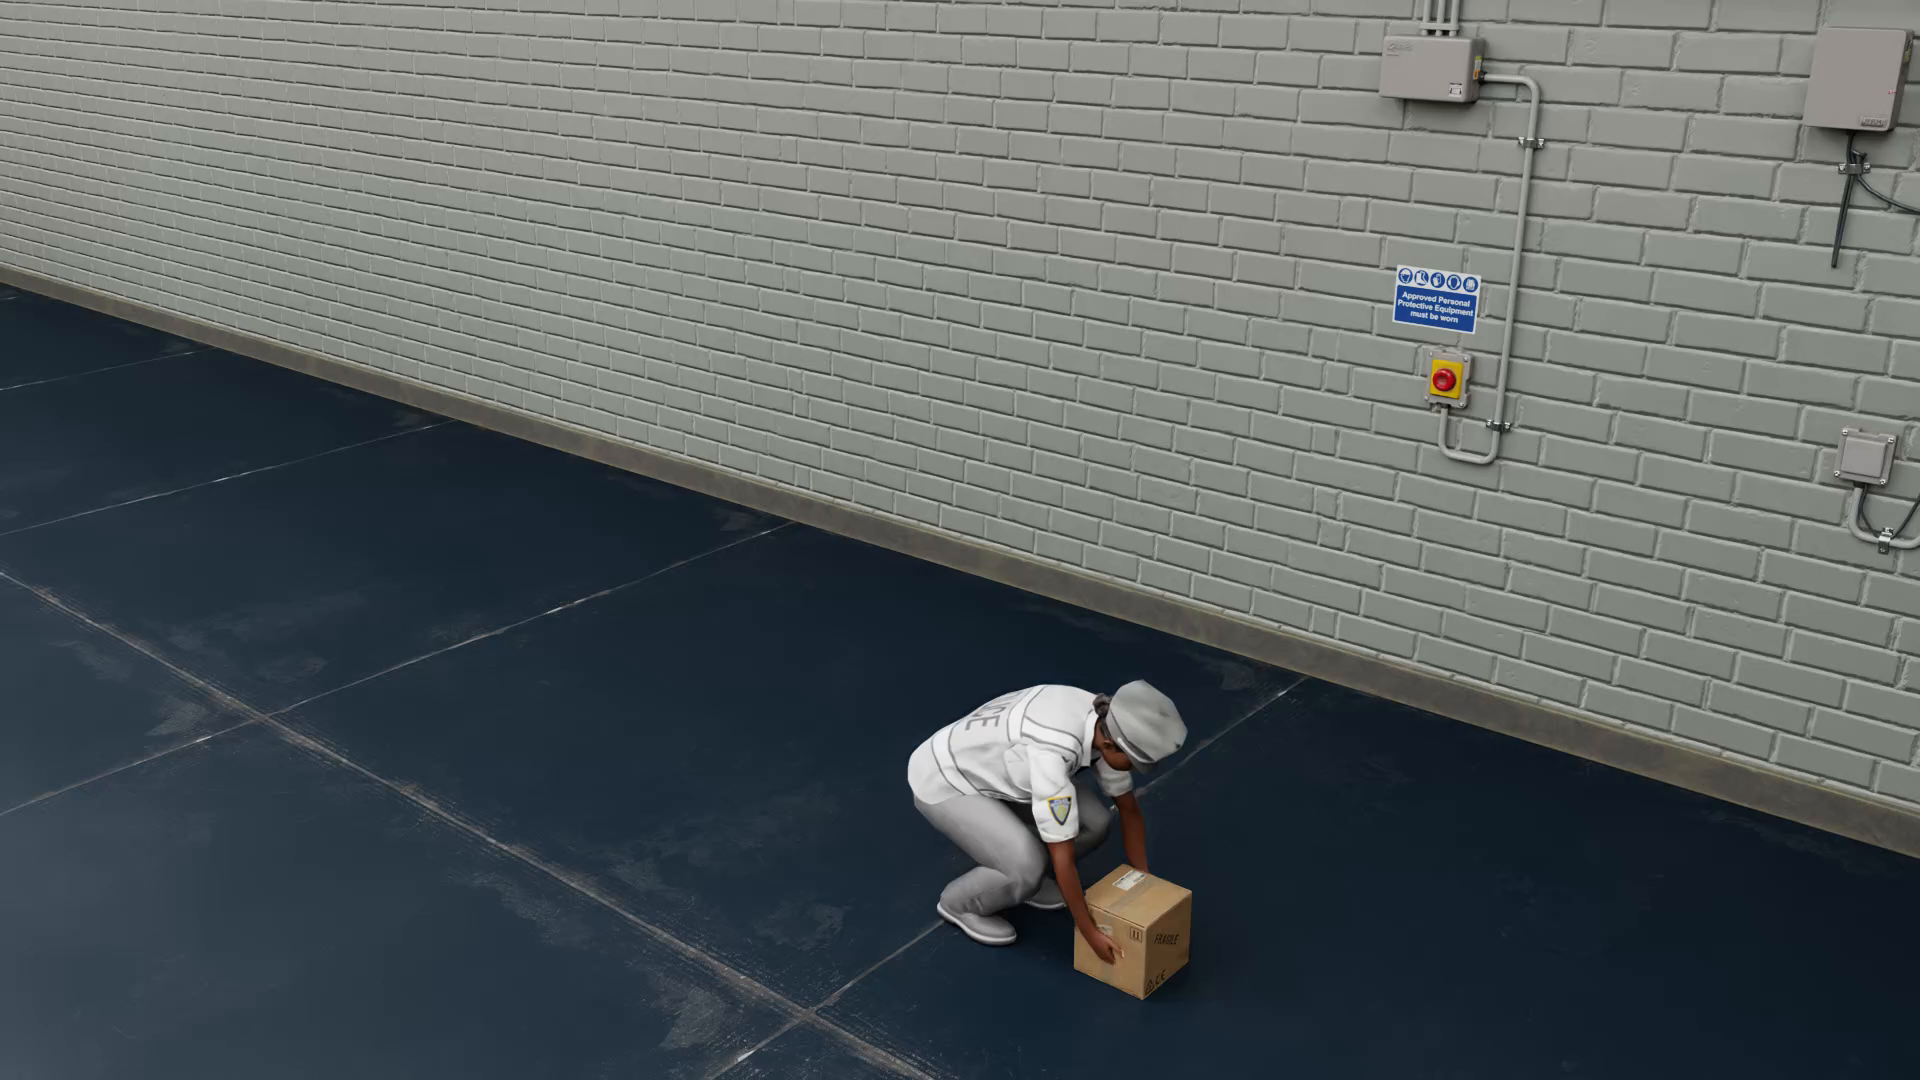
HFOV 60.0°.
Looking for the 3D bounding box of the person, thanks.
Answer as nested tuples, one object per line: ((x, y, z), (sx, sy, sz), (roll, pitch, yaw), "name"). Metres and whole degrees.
((0.254, 0.796, 5.061), (0.867, 0.885, 0.484), (16, 26, 36), "person")
